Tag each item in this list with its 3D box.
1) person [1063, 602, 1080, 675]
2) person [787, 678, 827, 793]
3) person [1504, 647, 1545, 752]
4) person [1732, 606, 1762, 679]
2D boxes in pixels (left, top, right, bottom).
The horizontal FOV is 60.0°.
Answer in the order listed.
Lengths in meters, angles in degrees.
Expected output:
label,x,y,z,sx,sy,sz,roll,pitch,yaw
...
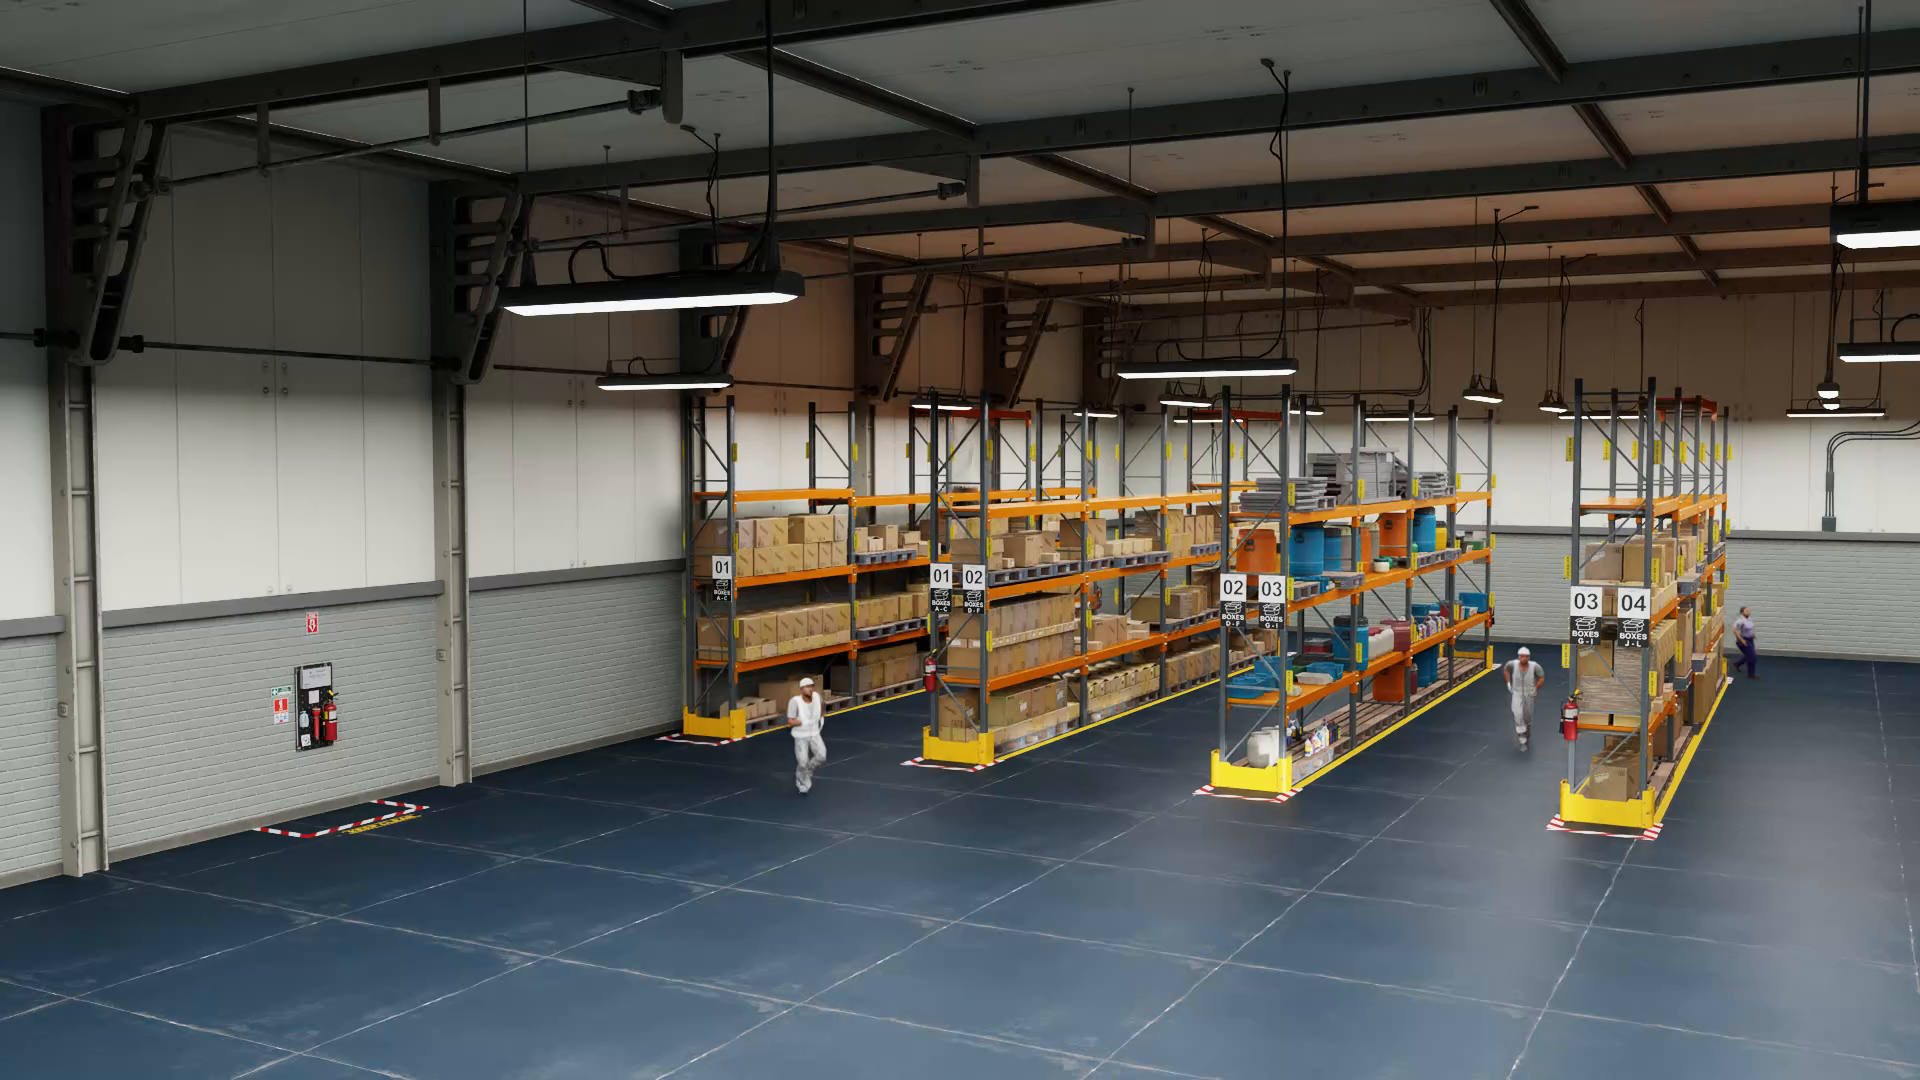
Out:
label,x,y,z,sx,sy,sz,roll,pitch,yaw
person,2.450,2.216,35.602,0.685,1.781,0.922,2,3,29
person,-2.189,2.847,24.166,0.726,1.722,0.728,-2,4,-34
person,9.576,2.672,28.226,0.670,1.780,0.996,1,3,24
person,17.364,2.267,36.880,0.697,1.613,0.702,-2,4,-38
